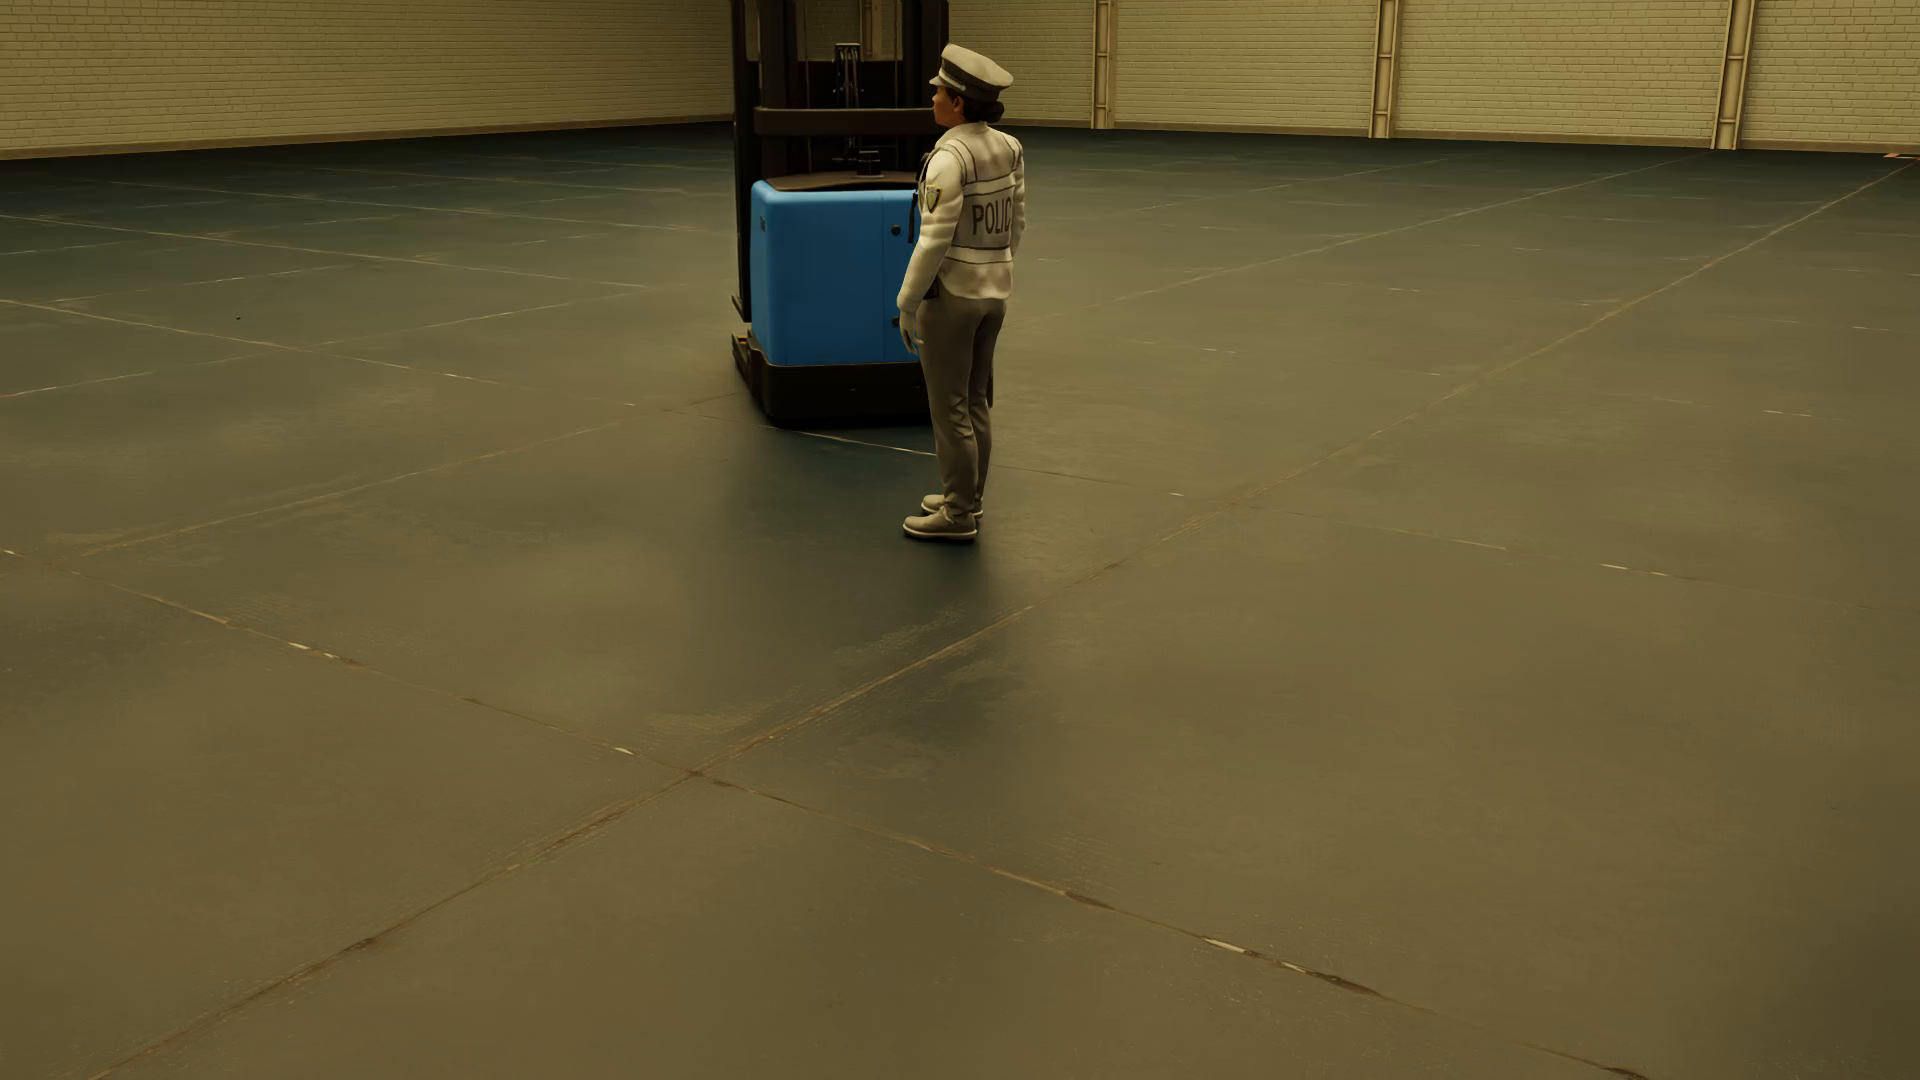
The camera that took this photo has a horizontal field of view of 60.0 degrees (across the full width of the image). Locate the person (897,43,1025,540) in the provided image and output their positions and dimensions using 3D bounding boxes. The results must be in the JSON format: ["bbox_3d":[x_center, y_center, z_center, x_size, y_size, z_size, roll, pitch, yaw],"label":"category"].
[{"bbox_3d":[-0.051,-0.831,5.745,0.533,1.696,0.588,11,20,33],"label":"person"}]

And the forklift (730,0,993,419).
[{"bbox_3d":[-0.648,-2.335,8.641,1.130,2.935,3.031,-3,17,-11],"label":"forklift"}]
